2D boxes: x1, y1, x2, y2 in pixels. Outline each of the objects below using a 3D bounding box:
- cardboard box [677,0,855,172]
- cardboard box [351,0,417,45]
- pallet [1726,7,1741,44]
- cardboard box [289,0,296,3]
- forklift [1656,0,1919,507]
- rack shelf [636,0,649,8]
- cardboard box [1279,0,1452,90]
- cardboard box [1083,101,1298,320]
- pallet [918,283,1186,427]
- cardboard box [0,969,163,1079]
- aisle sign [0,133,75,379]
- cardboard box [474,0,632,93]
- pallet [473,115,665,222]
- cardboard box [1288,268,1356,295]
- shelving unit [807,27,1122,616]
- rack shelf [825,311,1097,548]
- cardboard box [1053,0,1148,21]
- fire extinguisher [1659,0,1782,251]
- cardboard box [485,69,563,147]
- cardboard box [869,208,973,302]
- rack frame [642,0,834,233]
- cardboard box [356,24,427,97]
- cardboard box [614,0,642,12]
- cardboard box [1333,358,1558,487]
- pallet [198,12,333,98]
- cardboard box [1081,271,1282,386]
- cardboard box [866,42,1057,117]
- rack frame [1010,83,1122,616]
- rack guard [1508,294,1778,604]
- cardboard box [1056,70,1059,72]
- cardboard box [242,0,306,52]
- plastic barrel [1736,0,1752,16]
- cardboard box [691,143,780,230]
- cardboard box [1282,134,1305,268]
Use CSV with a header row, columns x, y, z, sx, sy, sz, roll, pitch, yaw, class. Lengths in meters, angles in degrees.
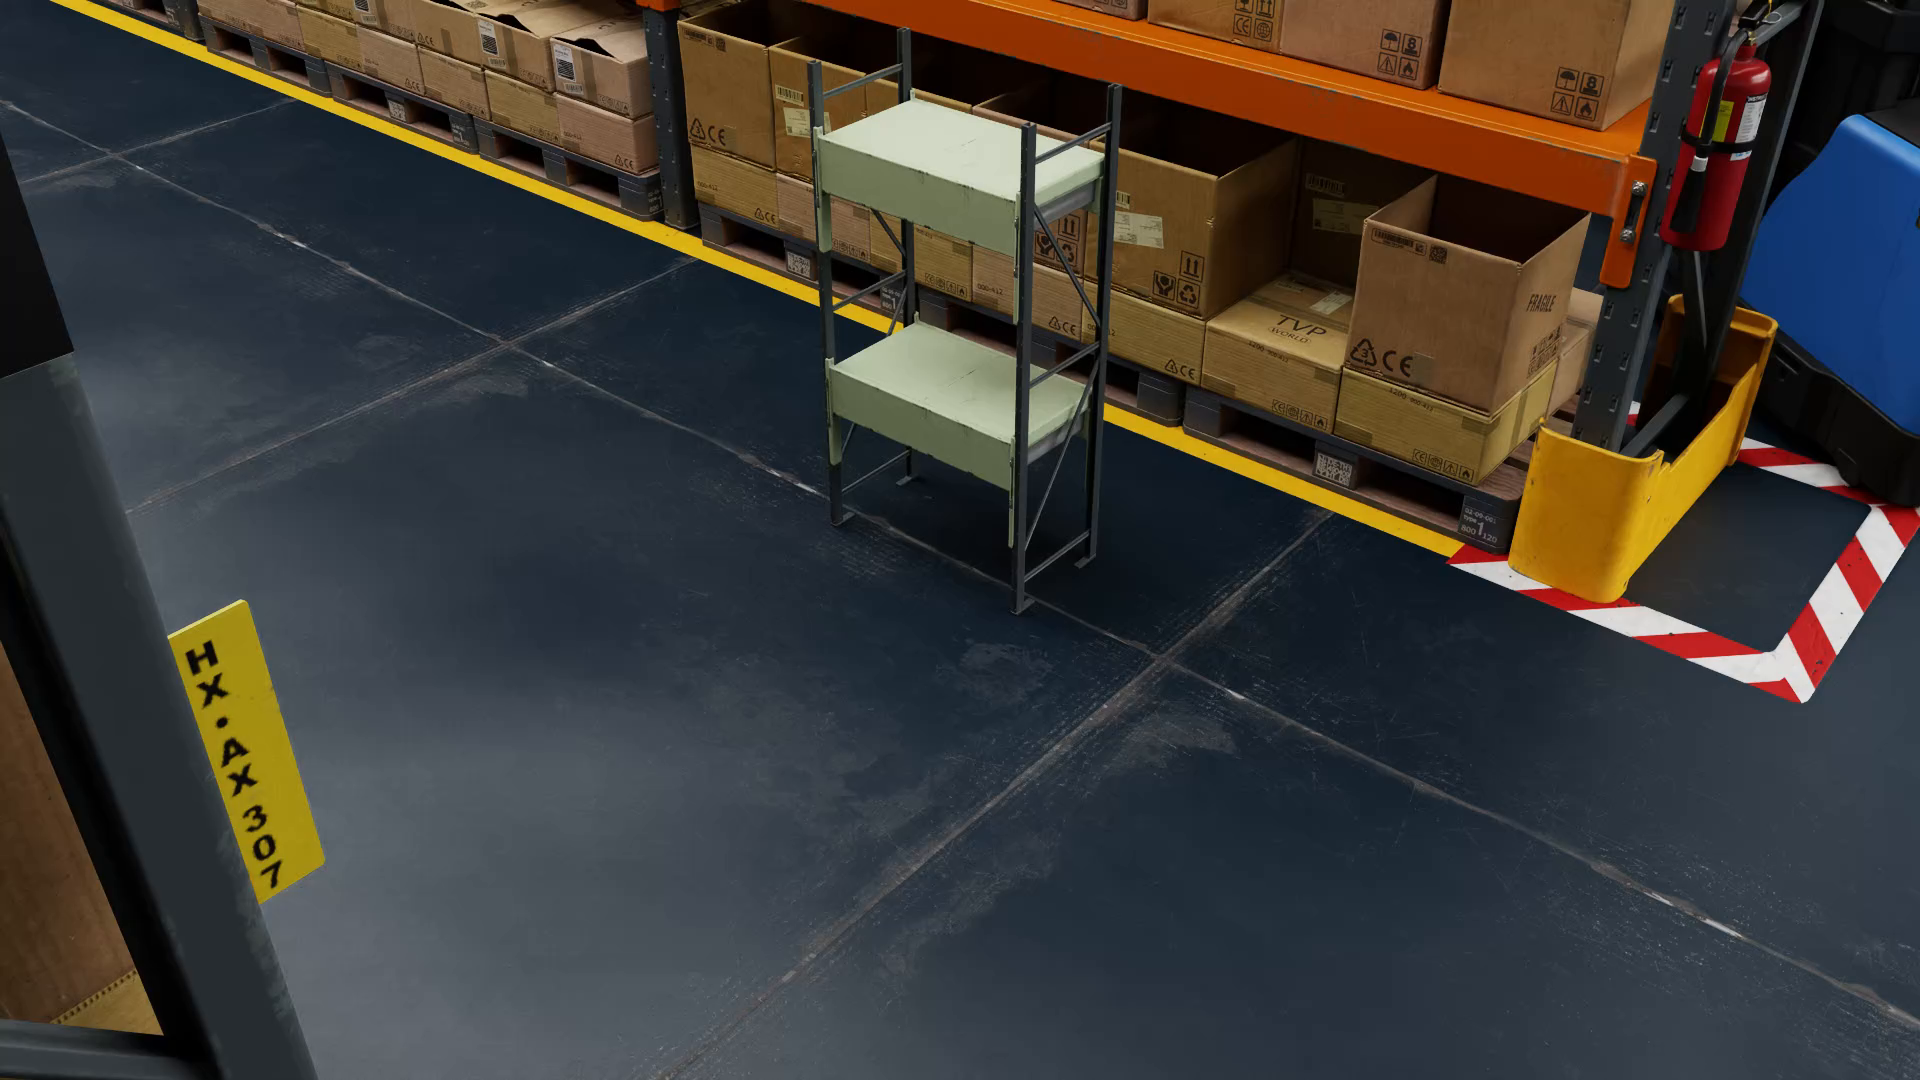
x,y,z,sx,sy,sz,roll,pitch,yaw,class
-0.763,-1.849,6.688,0.500,0.500,0.500,25,42,32,cardboard box
-2.584,-2.648,8.019,0.500,0.311,0.500,25,41,31,cardboard box
4.617,-2.664,8.942,1.213,0.211,1.003,25,42,32,pallet
-3.370,-3.020,8.561,0.500,0.311,0.500,24,41,31,cardboard box
3.230,-2.137,5.772,1.130,2.935,3.031,-5,35,-8,forklift
-2.456,-3.232,7.943,4.000,0.370,1.077,25,42,32,rack shelf
1.397,-1.760,5.074,0.500,0.500,0.700,26,42,33,cardboard box
0.774,-1.125,5.634,0.500,0.500,0.500,25,42,32,cardboard box
0.607,-0.907,6.384,1.213,0.211,1.003,25,42,32,pallet
-1.184,0.540,1.929,0.500,0.250,0.500,24,41,31,cardboard box
-0.765,-0.375,0.850,0.004,0.787,0.394,25,42,32,aisle sign
-1.818,-2.283,7.487,0.500,0.311,0.500,27,42,33,cardboard box
-1.511,-1.905,7.837,1.213,0.211,1.003,25,42,32,pallet
1.498,-0.866,5.919,0.500,0.250,0.500,25,42,32,cardboard box
0.005,-0.616,4.822,0.755,1.500,0.431,25,42,32,shelving unit
0.005,-0.347,5.006,0.720,0.370,0.431,25,42,32,rack shelf
0.613,-2.131,5.615,0.500,0.500,0.700,27,43,33,cardboard box
1.948,-1.079,4.240,0.183,0.674,0.296,25,42,32,fire extinguisher
-1.811,-2.052,7.647,0.500,0.250,0.500,25,41,31,cardboard box
0.005,-1.178,6.373,0.500,0.250,0.500,25,42,32,cardboard box
-0.919,-2.805,6.684,0.127,3.000,1.000,25,42,32,rack frame
-2.595,-2.422,8.185,0.500,0.250,0.500,26,42,33,cardboard box
-1.459,-2.517,7.828,0.500,0.311,0.500,25,42,31,cardboard box
1.554,-0.461,5.330,0.500,0.250,0.500,25,42,32,cardboard box
-3.386,-2.789,9.124,1.213,0.211,1.003,25,42,32,pallet
0.776,-0.817,5.848,0.500,0.250,0.500,25,42,32,cardboard box
0.005,-1.487,6.161,0.500,0.500,0.500,25,42,32,cardboard box
0.286,-0.483,4.629,0.023,1.500,0.400,25,42,32,rack frame
2.173,-0.317,5.269,0.348,0.500,1.175,25,42,32,rack guard
0.340,-1.715,6.493,0.500,0.500,0.500,25,42,32,cardboard box
-3.392,-2.794,8.726,0.500,0.250,0.500,24,41,31,cardboard box
4.387,-3.044,8.859,0.421,0.512,0.421,0,34,0,plastic barrel
-0.757,-1.544,6.907,0.500,0.250,0.500,25,42,32,cardboard box
1.107,-1.351,5.963,0.500,0.500,0.500,25,42,32,cardboard box
